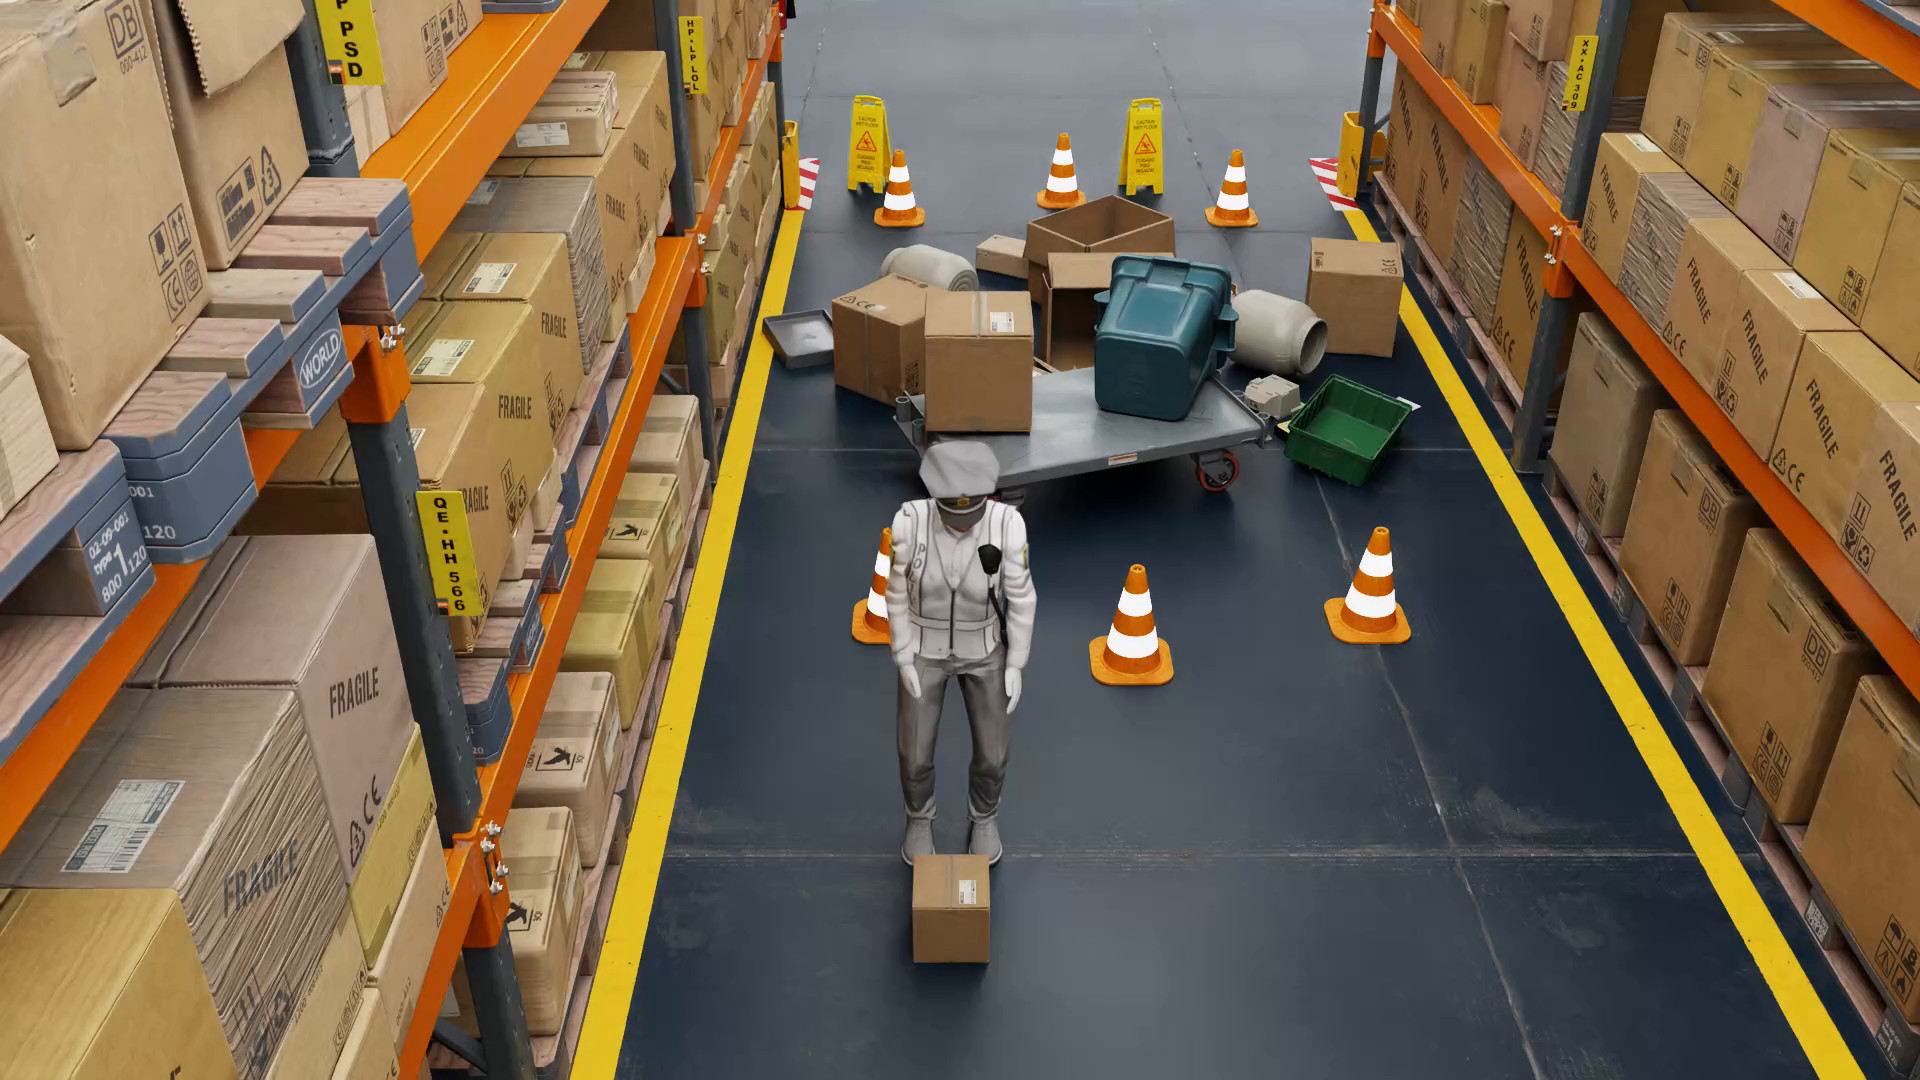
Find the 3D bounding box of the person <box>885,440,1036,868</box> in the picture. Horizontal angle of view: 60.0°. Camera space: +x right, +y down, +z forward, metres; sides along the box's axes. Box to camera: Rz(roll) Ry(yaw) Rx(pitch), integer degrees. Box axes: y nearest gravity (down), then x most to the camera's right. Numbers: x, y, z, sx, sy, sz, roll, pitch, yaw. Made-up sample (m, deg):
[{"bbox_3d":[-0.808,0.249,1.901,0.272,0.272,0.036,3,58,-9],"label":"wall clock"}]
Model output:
[{"bbox_3d":[0.001,0.398,5.532,0.496,1.635,0.428,1,32,1],"label":"person"}]
